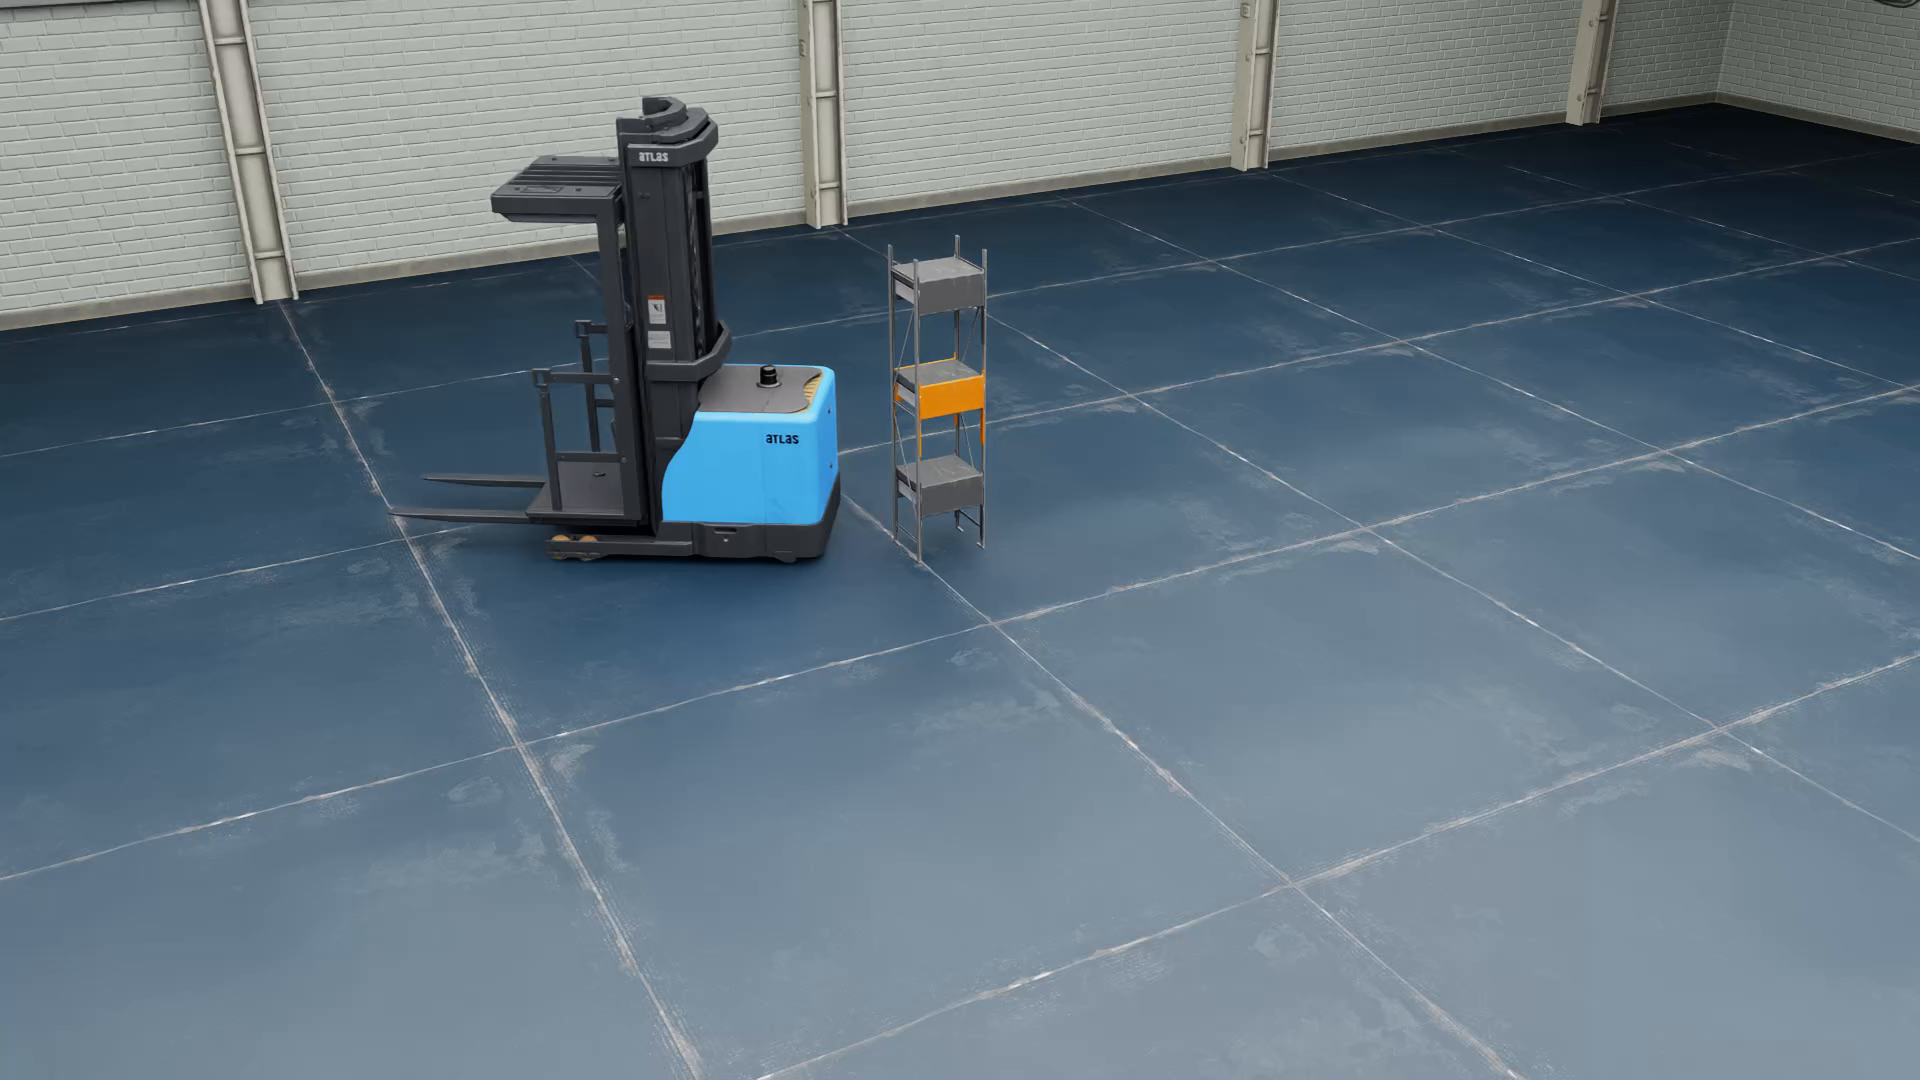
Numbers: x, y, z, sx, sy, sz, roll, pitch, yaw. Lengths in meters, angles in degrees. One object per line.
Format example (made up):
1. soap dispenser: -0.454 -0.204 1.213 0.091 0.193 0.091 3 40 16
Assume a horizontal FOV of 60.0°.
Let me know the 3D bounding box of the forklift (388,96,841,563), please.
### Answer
1. forklift: -2.398 -1.405 11.091 3.031 2.935 1.130 2 26 3

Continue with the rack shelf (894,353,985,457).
1. rack shelf: -0.146 -0.901 11.033 0.480 0.518 0.431 -13 29 -25

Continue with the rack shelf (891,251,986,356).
1. rack shelf: -0.146 -1.532 10.730 0.480 0.518 0.431 -13 29 -25

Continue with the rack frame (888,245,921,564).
1. rack frame: -0.361 -0.863 10.924 0.015 2.100 0.400 -13 29 -25

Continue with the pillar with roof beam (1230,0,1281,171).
1. pillar with roof beam: 5.788 -7.277 16.312 0.400 9.000 9.100 -13 29 -25

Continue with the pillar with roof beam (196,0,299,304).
1. pillar with roof beam: -4.800 -4.833 11.221 0.400 9.000 9.100 -13 29 -25

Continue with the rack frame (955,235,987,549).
1. rack frame: 0.069 -0.963 11.131 0.015 2.100 0.400 -13 29 -25

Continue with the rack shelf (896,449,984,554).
1. rack shelf: -0.146 -0.270 11.336 0.480 0.518 0.431 -13 29 -25

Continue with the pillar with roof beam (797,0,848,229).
1. pillar with roof beam: 0.494 -6.055 13.767 0.400 9.000 9.100 -13 29 -25

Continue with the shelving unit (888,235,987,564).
1. shelving unit: -0.146 -0.913 11.027 0.503 2.100 0.431 -13 29 -25

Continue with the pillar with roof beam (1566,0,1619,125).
1. pillar with roof beam: 11.082 -8.499 18.857 0.400 9.000 9.100 -13 29 -25
